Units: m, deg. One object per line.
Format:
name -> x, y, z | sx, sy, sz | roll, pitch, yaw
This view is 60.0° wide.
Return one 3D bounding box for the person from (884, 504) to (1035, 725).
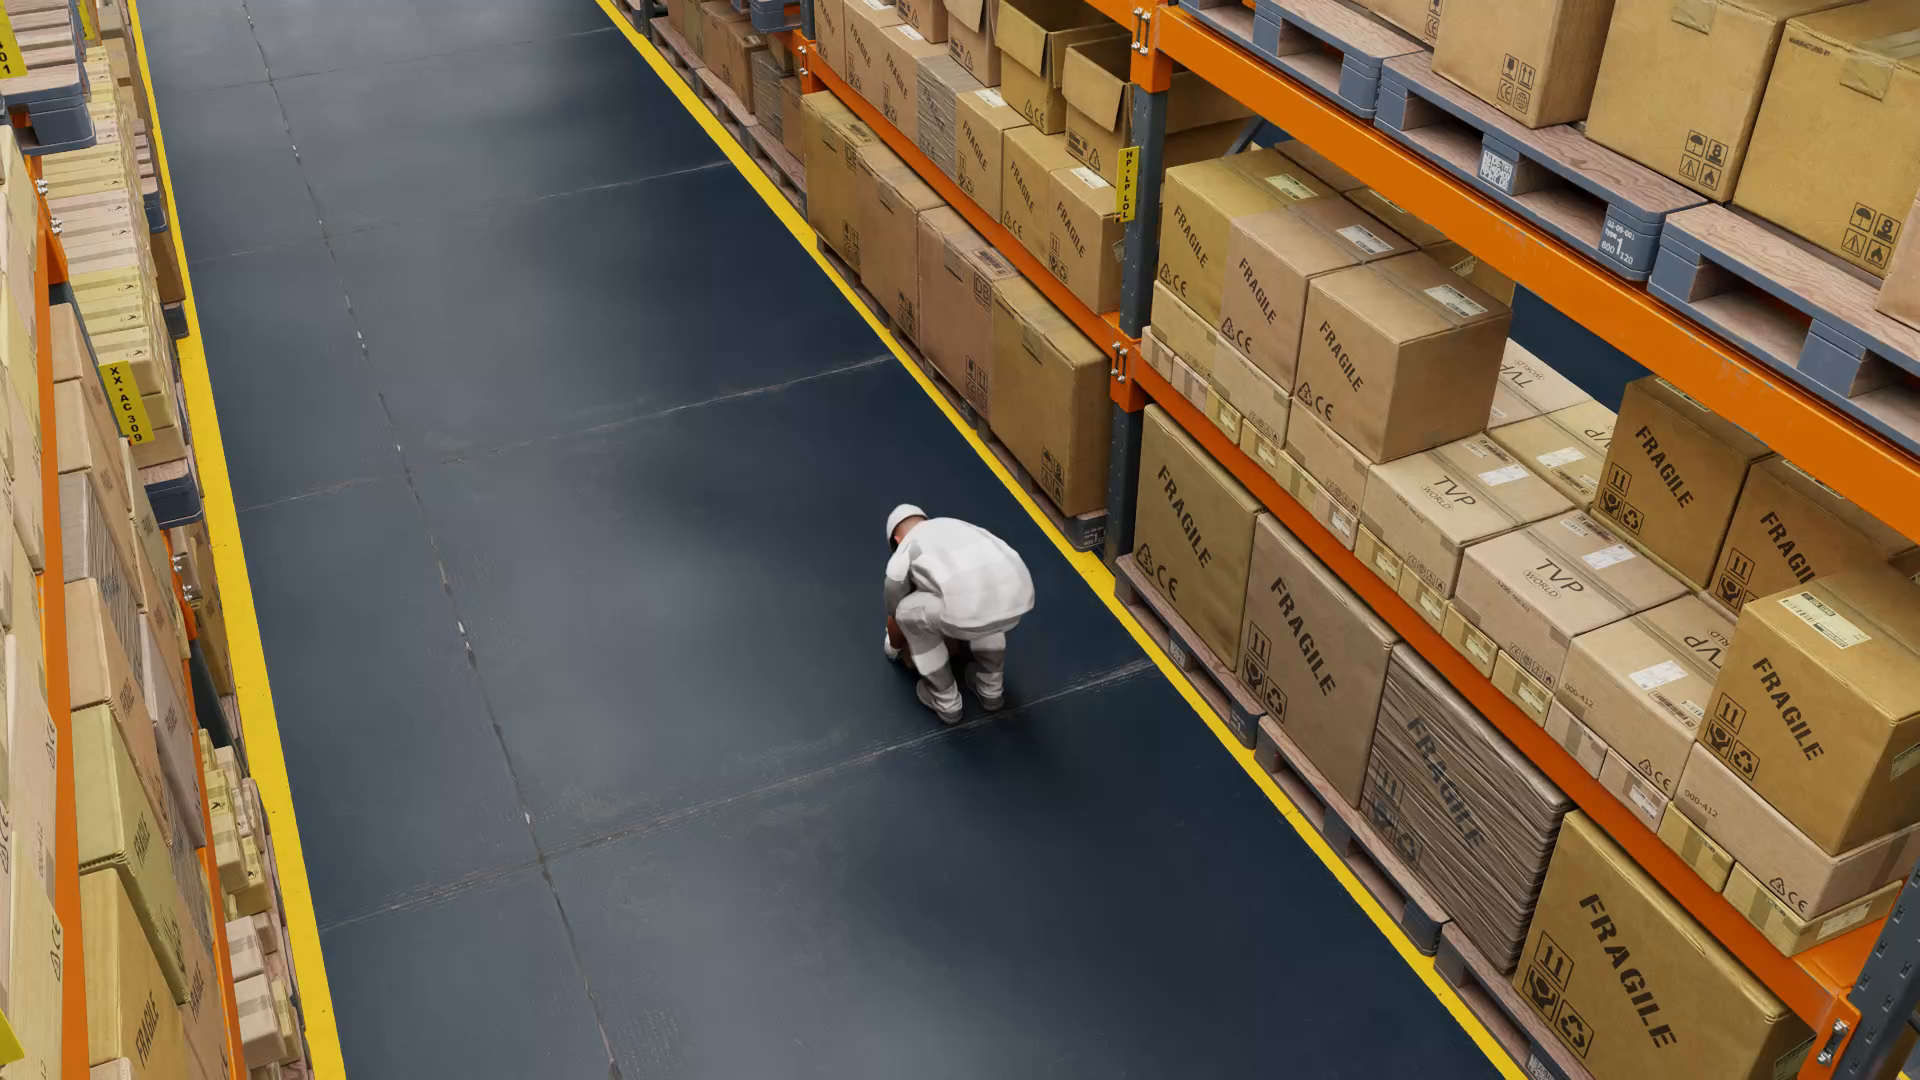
person -> -0.048, 0.285, 7.190 | 0.521, 0.925, 0.954 | -17, 40, -22
